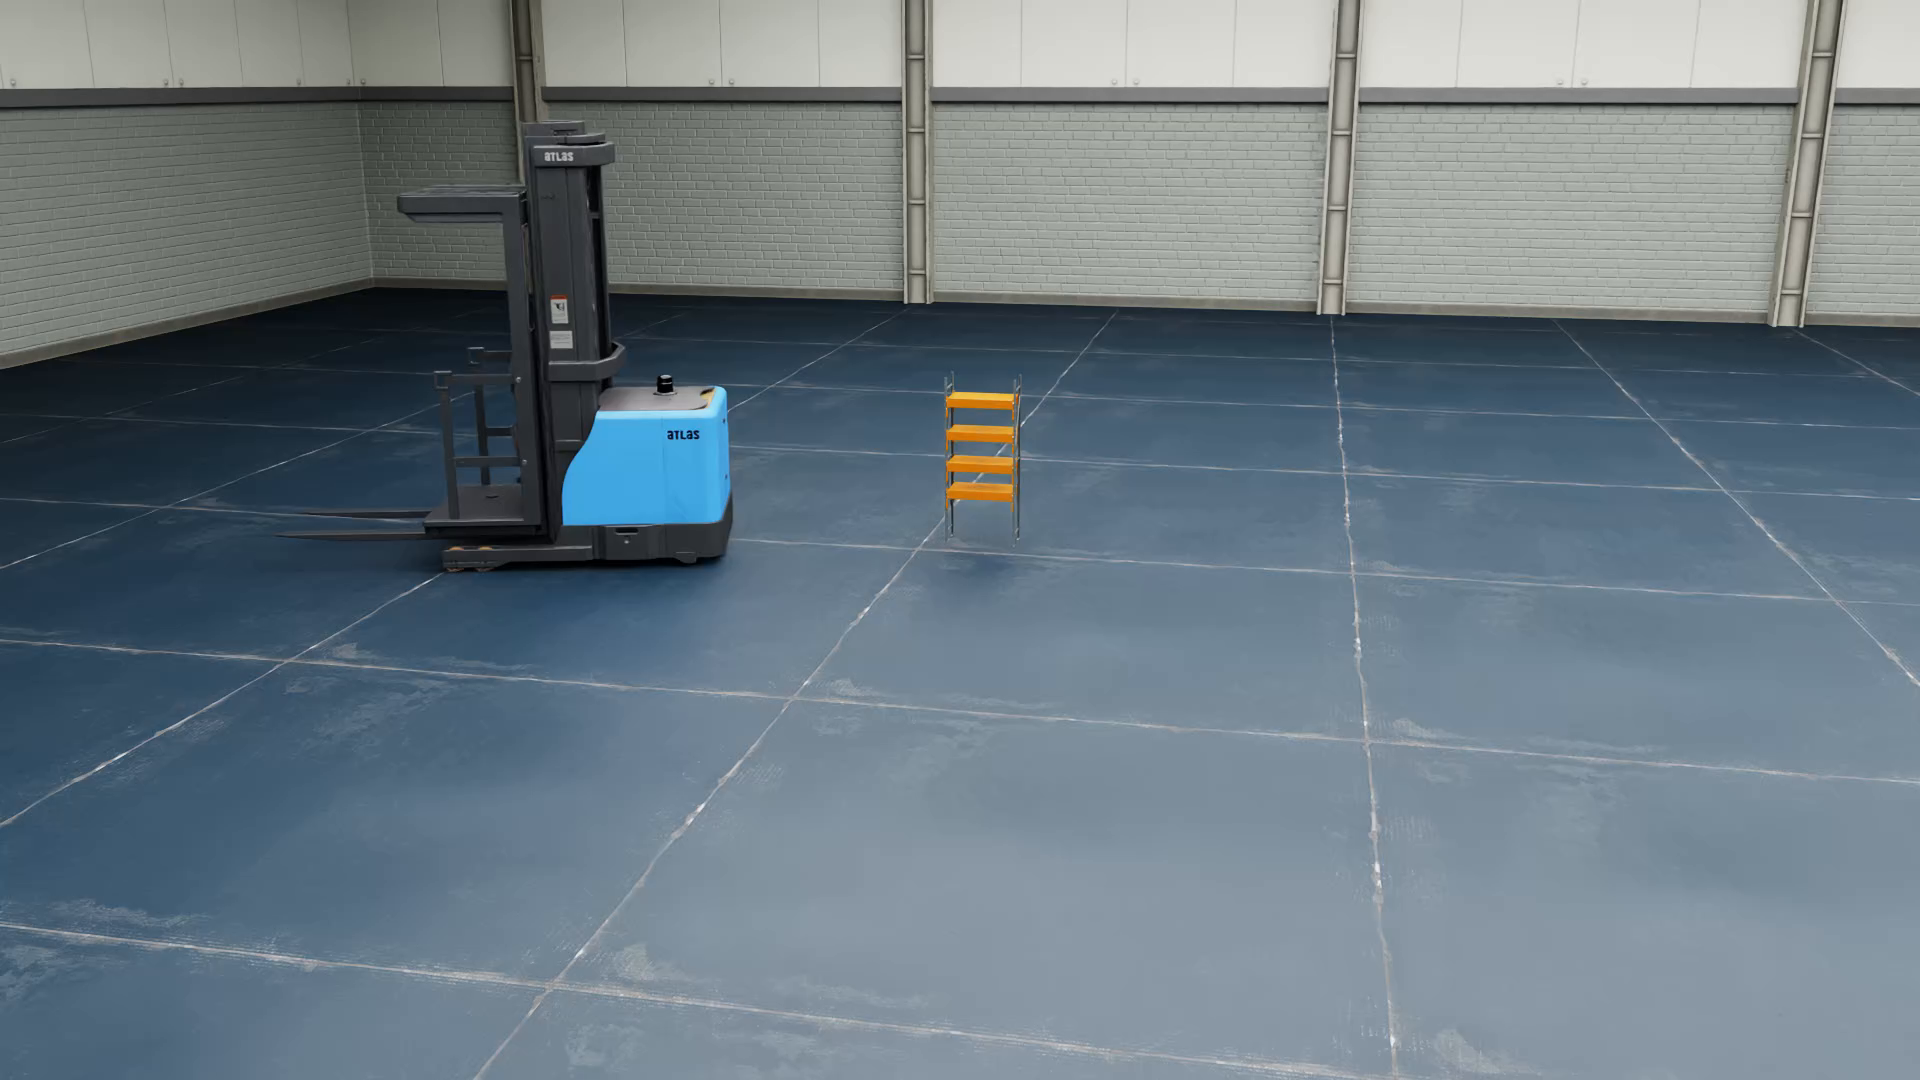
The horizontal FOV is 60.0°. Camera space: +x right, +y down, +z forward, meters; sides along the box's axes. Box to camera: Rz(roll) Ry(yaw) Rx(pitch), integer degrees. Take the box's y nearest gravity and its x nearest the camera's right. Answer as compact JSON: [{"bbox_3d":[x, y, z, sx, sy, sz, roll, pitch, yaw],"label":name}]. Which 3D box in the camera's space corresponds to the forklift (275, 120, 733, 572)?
[{"bbox_3d":[-3.153,-1.342,11.348,3.031,2.935,1.130,-1,16,-3],"label":"forklift"}]

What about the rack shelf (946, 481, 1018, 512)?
[{"bbox_3d":[0.162,-0.313,11.871,0.480,0.148,0.258,3,16,11],"label":"rack shelf"}]

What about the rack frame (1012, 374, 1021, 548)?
[{"bbox_3d":[0.401,-0.556,11.753,0.015,1.200,0.240,3,16,11],"label":"rack frame"}]

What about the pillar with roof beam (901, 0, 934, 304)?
[{"bbox_3d":[-1.470,-6.752,19.511,0.400,9.000,9.100,3,16,11],"label":"pillar with roof beam"}]

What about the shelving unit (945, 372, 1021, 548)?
[{"bbox_3d":[0.162,-0.569,11.800,0.503,1.200,0.258,3,16,11],"label":"shelving unit"}]

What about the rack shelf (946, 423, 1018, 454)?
[{"bbox_3d":[0.162,-0.720,11.758,0.480,0.148,0.258,3,16,11],"label":"rack shelf"}]

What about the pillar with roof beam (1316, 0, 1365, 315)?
[{"bbox_3d":[4.410,-6.433,18.359,0.400,9.000,9.100,3,16,11],"label":"pillar with roof beam"}]

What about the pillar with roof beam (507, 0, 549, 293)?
[{"bbox_3d":[-7.350,-7.071,20.663,0.400,9.000,9.100,3,16,11],"label":"pillar with roof beam"}]

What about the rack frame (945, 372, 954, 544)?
[{"bbox_3d":[-0.077,-0.582,11.847,0.015,1.200,0.240,3,16,11],"label":"rack frame"}]

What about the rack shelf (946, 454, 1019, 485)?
[{"bbox_3d":[0.162,-0.505,11.818,0.480,0.148,0.258,3,16,11],"label":"rack shelf"}]

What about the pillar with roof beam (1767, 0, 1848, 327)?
[{"bbox_3d":[10.289,-6.114,17.206,0.400,9.000,9.100,3,16,11],"label":"pillar with roof beam"}]

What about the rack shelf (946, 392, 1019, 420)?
[{"bbox_3d":[0.162,-0.948,11.695,0.480,0.148,0.258,3,16,11],"label":"rack shelf"}]
